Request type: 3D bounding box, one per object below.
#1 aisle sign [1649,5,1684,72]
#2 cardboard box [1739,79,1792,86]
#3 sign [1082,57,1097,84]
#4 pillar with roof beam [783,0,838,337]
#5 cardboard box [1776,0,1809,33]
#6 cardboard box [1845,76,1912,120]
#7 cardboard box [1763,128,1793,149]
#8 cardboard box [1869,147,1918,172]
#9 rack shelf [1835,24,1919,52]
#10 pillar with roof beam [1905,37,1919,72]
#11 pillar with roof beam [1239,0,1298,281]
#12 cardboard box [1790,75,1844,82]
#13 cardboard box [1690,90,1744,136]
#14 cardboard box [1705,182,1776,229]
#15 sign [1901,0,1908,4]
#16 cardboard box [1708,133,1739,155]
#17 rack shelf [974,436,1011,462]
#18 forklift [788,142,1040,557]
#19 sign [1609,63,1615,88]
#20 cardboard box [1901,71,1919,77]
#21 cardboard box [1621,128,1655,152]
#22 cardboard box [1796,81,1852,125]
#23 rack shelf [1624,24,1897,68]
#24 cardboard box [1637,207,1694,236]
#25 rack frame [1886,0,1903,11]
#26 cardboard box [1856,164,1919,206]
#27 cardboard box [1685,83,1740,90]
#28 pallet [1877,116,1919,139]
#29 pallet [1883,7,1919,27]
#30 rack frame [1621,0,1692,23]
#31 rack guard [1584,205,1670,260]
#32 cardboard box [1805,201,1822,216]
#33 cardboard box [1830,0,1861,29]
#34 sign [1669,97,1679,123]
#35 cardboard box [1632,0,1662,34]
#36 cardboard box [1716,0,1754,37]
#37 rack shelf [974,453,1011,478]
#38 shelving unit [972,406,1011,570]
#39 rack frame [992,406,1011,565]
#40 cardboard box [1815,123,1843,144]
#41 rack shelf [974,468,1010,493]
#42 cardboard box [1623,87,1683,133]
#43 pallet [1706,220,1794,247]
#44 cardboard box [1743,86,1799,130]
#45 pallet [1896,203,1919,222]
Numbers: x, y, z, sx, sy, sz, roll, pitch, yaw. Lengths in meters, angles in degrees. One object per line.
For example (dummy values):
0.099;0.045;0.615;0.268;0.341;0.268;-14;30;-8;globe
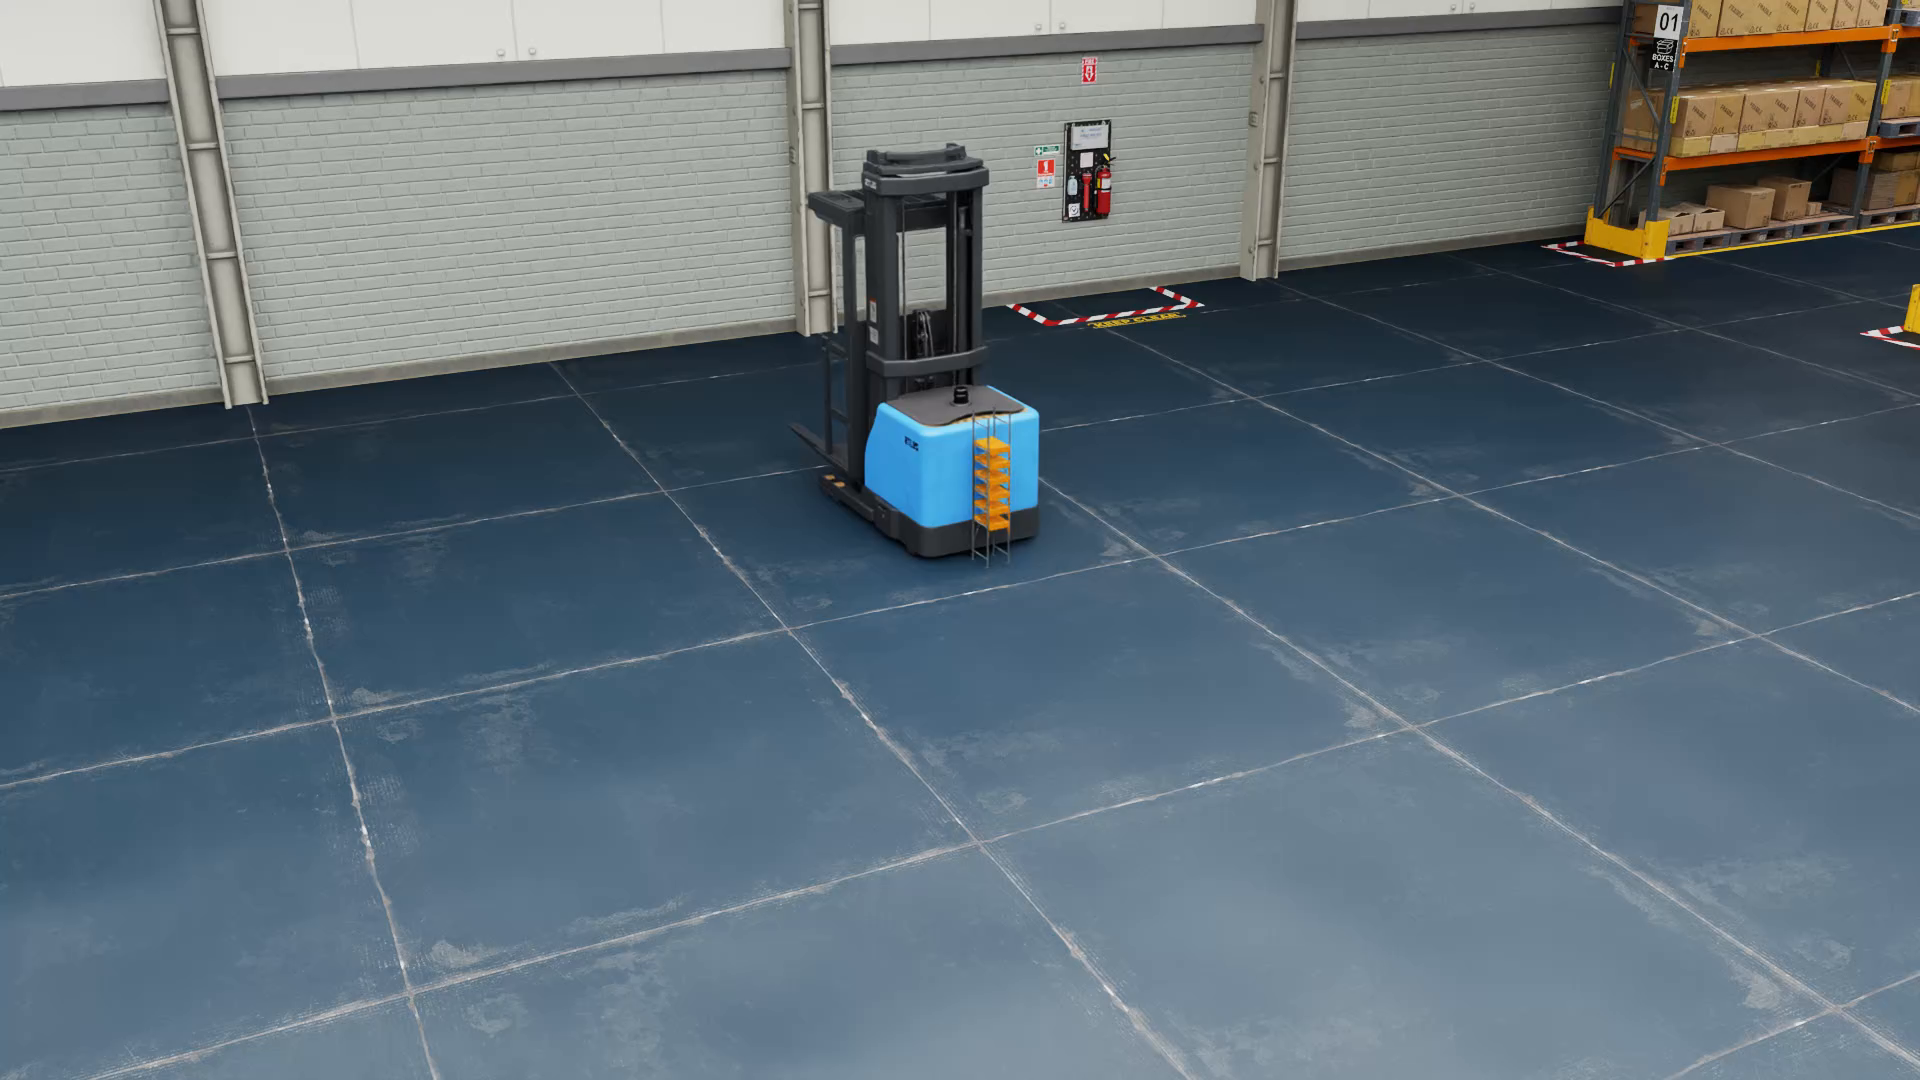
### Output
9.009;-6.401;21.216;0.004;0.787;0.394;-10;25;-24;aisle sign
11.115;-6.094;23.063;0.500;0.500;0.500;-10;24;-22;cardboard box
1.499;-5.442;19.266;0.199;0.298;0.001;-10;25;-24;sign
0.254;-5.027;13.453;0.400;9.000;9.100;-10;25;-24;pillar with roof beam
10.793;-6.987;21.951;0.500;0.500;0.500;-9;24;-20;cardboard box
13.021;-6.301;23.667;0.500;0.500;0.700;-10;25;-23;cardboard box
10.901;-5.483;22.568;0.500;0.250;0.500;-10;25;-23;cardboard box
13.599;-5.576;24.334;0.500;0.250;0.500;-11;25;-25;cardboard box
14.350;-7.364;23.960;4.000;0.370;1.077;-10;25;-24;rack shelf
16.473;-8.013;20.666;0.400;9.000;9.100;-10;25;-24;pillar with roof beam
5.660;-6.023;15.857;0.400;9.000;9.100;-10;25;-24;pillar with roof beam
12.034;-6.259;23.462;0.500;0.500;0.500;-11;25;-25;cardboard box
9.954;-5.656;22.004;0.500;0.500;0.500;-10;25;-23;cardboard box
10.803;-4.647;23.069;0.500;0.500;0.700;-12;25;-27;cardboard box
12.790;-7.418;22.474;0.005;0.325;0.100;-10;25;-24;sign
9.983;-5.318;22.168;0.500;0.250;0.500;-11;25;-25;cardboard box
0.232;-0.675;12.310;0.180;0.103;0.258;-13;26;-28;rack shelf
-0.530;-1.747;13.462;1.130;2.935;3.031;-12;25;-26;forklift
8.721;-6.191;22.180;0.005;0.325;0.100;-10;25;-24;sign
14.108;-6.511;24.175;0.500;0.500;0.700;-7;23;-16;cardboard box
9.281;-5.400;22.366;0.500;0.250;0.500;-10;25;-23;cardboard box
11.809;-5.996;22.825;0.500;0.500;0.500;-11;25;-24;cardboard box
10.746;-6.701;22.358;4.000;0.370;1.077;-10;25;-24;rack shelf
9.606;-4.360;22.625;0.500;0.311;0.500;-14;26;-30;cardboard box
12.548;-8.751;22.448;0.127;3.000;1.000;-10;25;-24;rack frame
13.648;-5.258;24.547;0.500;0.500;0.700;-11;25;-25;cardboard box
10.198;-5.921;22.644;0.500;0.500;0.500;-11;25;-25;cardboard box
13.300;-5.967;23.817;1.213;0.211;1.003;-10;25;-24;pallet
13.151;-7.344;23.216;1.003;0.211;1.213;-10;25;-24;pallet
8.944;-8.087;20.845;0.127;3.000;1.000;-10;25;-24;rack frame
9.012;-4.173;22.501;0.348;0.500;1.175;-10;25;-24;rack guard
12.079;-4.774;23.813;0.250;0.166;0.380;-14;26;-30;cardboard box
11.739;-7.172;22.398;0.500;0.500;0.500;-13;26;-28;cardboard box
9.179;-5.528;21.375;0.005;0.325;0.100;-10;25;-24;sign
9.210;-6.913;21.774;0.500;0.500;0.500;-9;24;-20;cardboard box
9.853;-6.803;21.507;0.500;0.500;0.500;-9;24;-20;cardboard box
0.232;-0.564;12.356;0.180;0.103;0.258;-13;26;-28;rack shelf
0.232;-0.383;12.431;0.189;1.200;0.258;-13;26;-28;shelving unit
0.311;-0.401;12.473;0.006;1.200;0.240;-13;26;-28;rack frame
11.800;-5.656;22.985;0.500;0.250;0.500;-10;25;-23;cardboard box
0.232;-0.453;12.402;0.180;0.103;0.258;-13;26;-28;rack shelf
9.276;-5.753;22.239;0.500;0.500;0.500;-11;25;-24;cardboard box
10.857;-4.363;23.337;1.213;0.211;1.003;-10;25;-24;pallet
10.882;-5.829;22.423;0.500;0.500;0.500;-10;24;-22;cardboard box
14.350;-5.024;24.934;1.213;0.211;1.003;-10;25;-24;pallet
